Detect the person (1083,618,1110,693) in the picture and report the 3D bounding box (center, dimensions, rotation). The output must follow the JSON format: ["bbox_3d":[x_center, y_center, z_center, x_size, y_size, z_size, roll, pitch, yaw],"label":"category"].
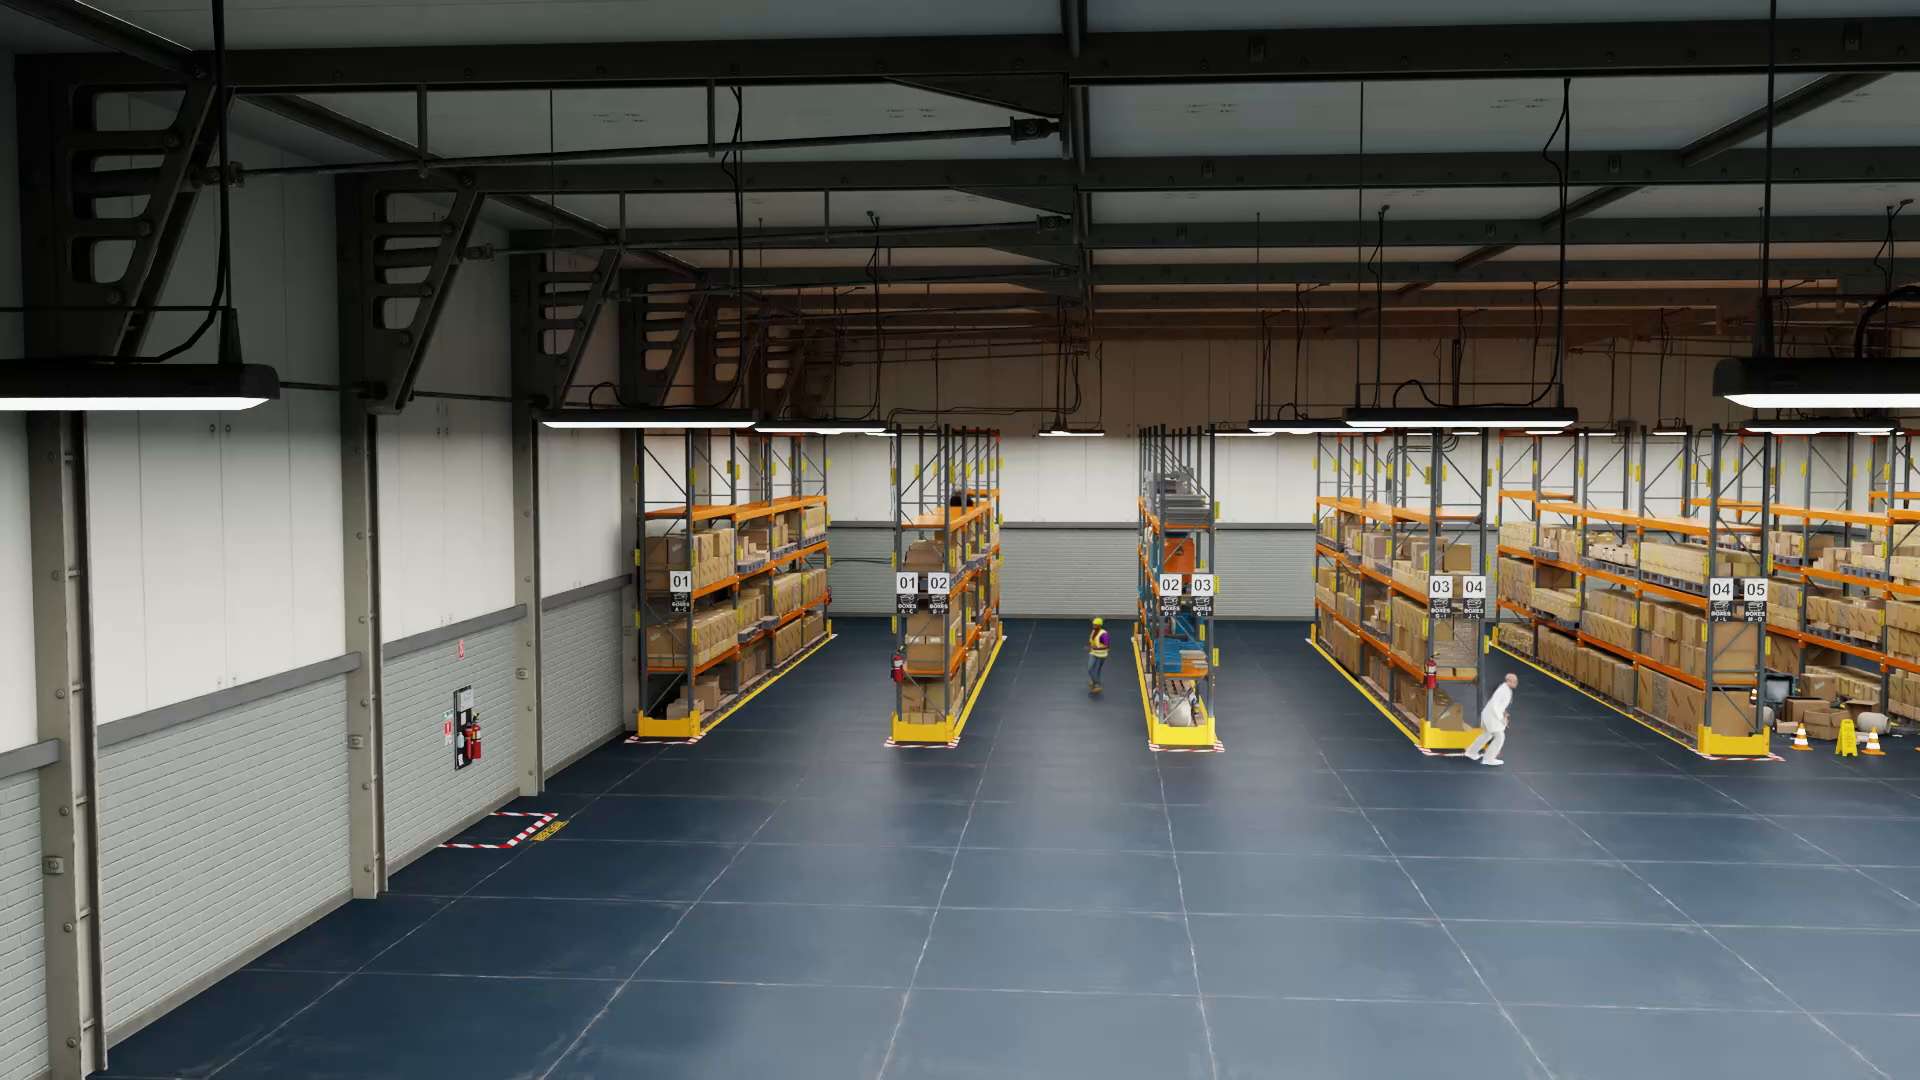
[{"bbox_3d":[3.121,2.606,37.697,0.813,1.700,0.688,3,4,37],"label":"person"}]

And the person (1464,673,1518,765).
[{"bbox_3d":[9.323,3.126,29.207,0.894,1.637,0.748,1,4,21],"label":"person"}]

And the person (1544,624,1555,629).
[{"bbox_3d":[16.523,1.981,47.179,0.844,1.766,0.642,0,3,-2],"label":"person"}]
